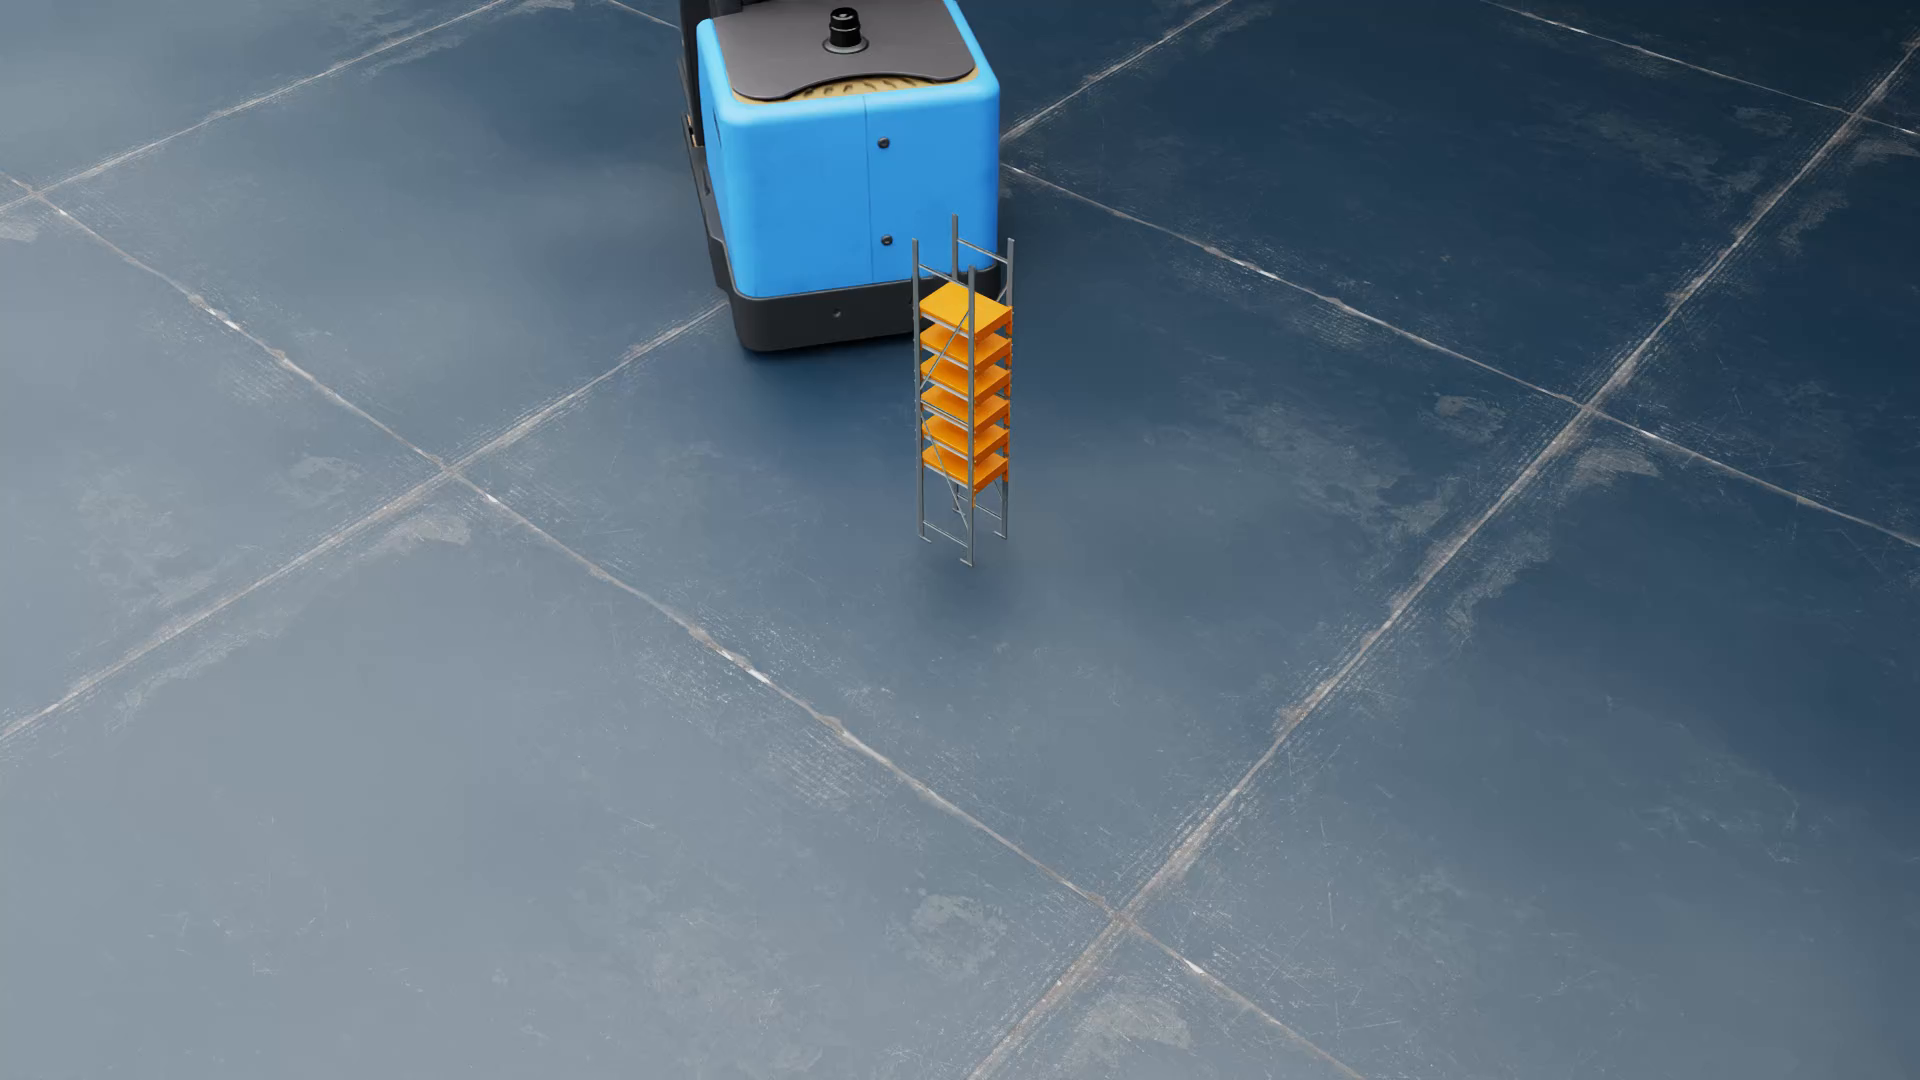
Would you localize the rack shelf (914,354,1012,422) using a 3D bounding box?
[{"bbox_3d":[0.009,-0.507,5.304,0.258,0.103,0.180,29,50,28],"label":"rack shelf"}]

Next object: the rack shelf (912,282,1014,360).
[{"bbox_3d":[0.009,-0.685,5.142,0.258,0.103,0.180,29,50,28],"label":"rack shelf"}]

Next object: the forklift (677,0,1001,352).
[{"bbox_3d":[-0.672,-2.819,6.671,1.130,2.935,3.031,-9,43,-10],"label":"forklift"}]

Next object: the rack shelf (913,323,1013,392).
[{"bbox_3d":[0.009,-0.596,5.223,0.258,0.103,0.180,29,50,28],"label":"rack shelf"}]

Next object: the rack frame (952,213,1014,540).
[{"bbox_3d":[0.068,-0.498,5.406,0.240,1.200,0.006,29,50,28],"label":"rack frame"}]

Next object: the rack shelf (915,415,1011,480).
[{"bbox_3d":[0.009,-0.330,5.465,0.258,0.103,0.180,29,50,28],"label":"rack shelf"}]

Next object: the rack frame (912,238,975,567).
[{"bbox_3d":[-0.050,-0.404,5.303,0.240,1.200,0.006,29,50,28],"label":"rack frame"}]

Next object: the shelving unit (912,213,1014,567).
[{"bbox_3d":[0.009,-0.451,5.355,0.258,1.200,0.189,29,50,28],"label":"shelving unit"}]

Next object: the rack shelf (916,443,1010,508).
[{"bbox_3d":[0.009,-0.241,5.546,0.258,0.103,0.180,29,50,28],"label":"rack shelf"}]

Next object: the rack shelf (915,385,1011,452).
[{"bbox_3d":[0.009,-0.419,5.384,0.258,0.103,0.180,29,50,28],"label":"rack shelf"}]
